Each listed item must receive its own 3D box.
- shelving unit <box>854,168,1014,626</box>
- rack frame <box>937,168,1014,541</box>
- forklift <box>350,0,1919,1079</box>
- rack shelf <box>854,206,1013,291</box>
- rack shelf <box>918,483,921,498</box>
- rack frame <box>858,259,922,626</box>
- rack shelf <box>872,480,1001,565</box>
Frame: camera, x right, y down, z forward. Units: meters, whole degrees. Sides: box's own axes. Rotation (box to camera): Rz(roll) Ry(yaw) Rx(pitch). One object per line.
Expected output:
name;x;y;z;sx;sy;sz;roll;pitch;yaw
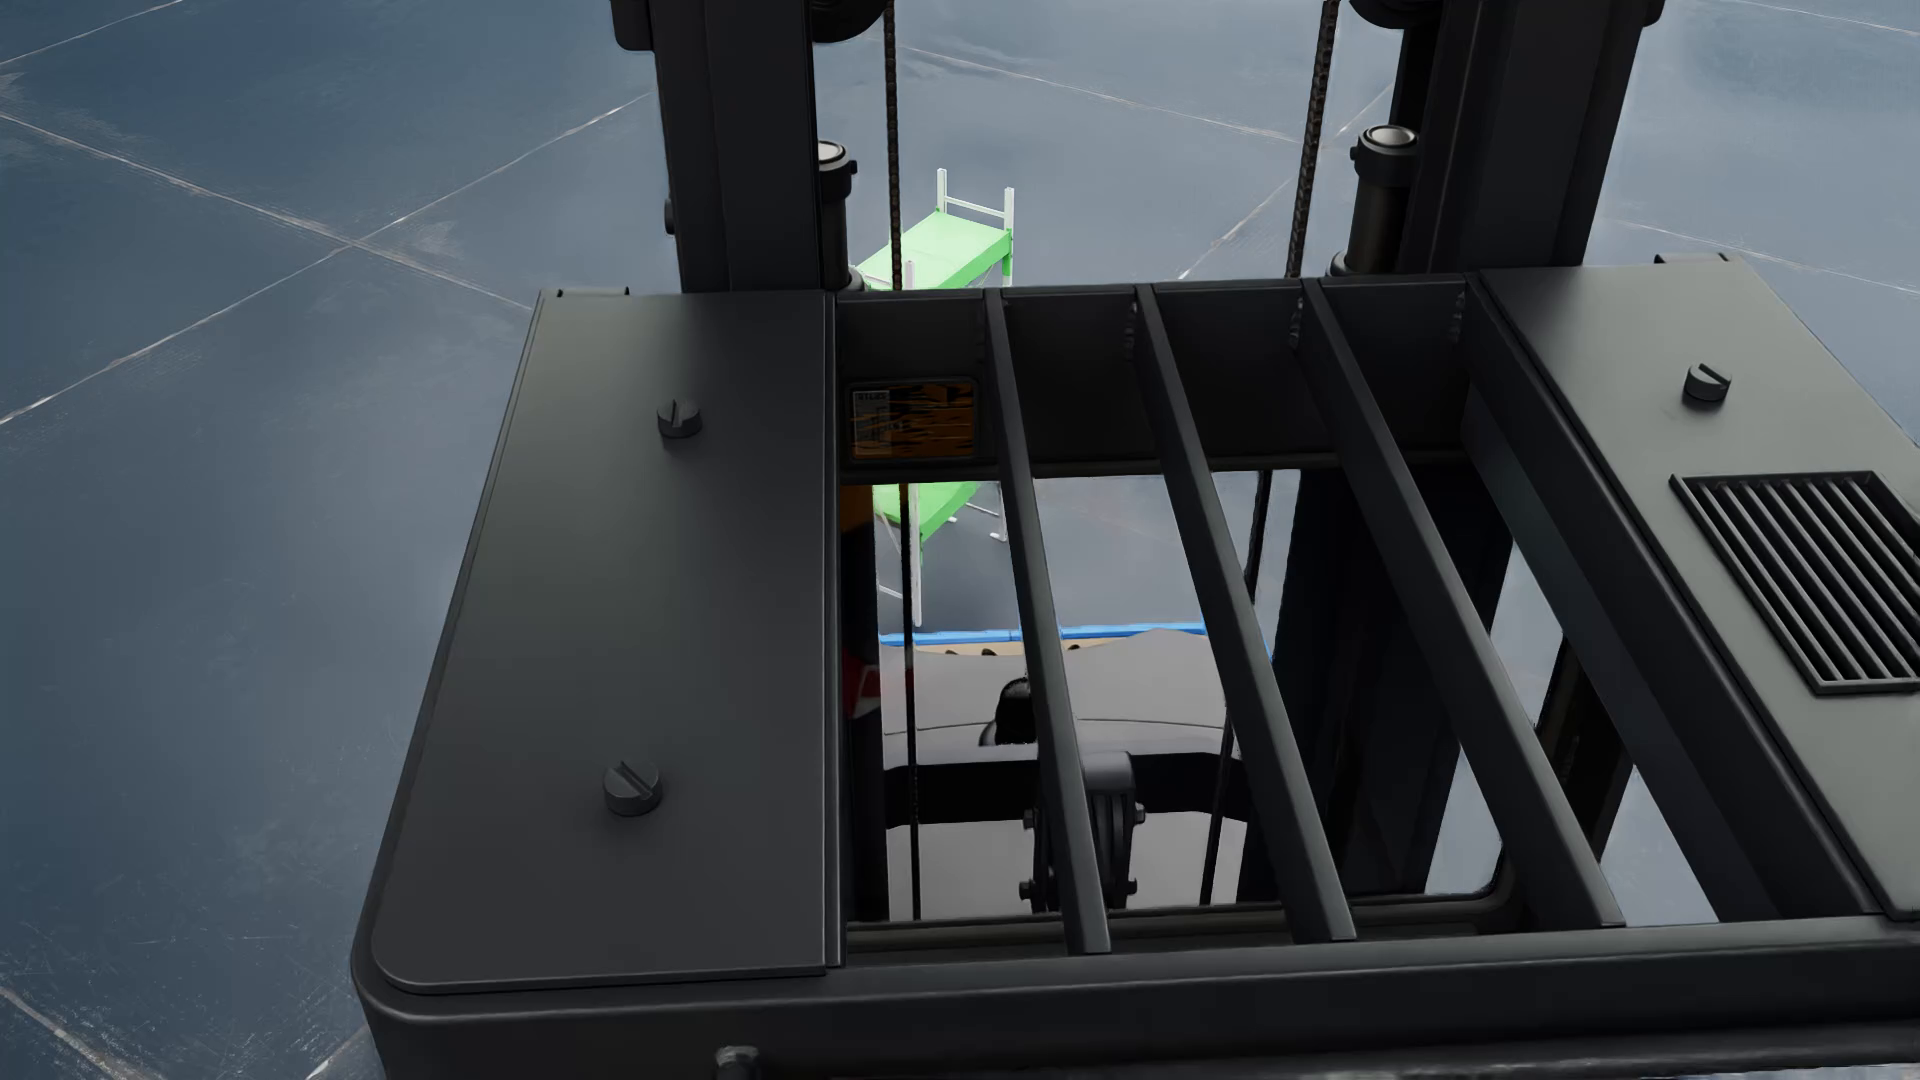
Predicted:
shelving unit;-0.089;-0.390;4.773;0.258;1.200;0.503;21;42;25
rack frame;0.042;-0.516;4.936;0.240;1.200;0.015;21;42;25
forklift;0.190;0.757;1.867;1.130;2.935;3.031;-2;38;-3
rack shelf;-0.089;-0.719;4.519;0.258;0.148;0.480;21;42;25
rack shelf;-0.089;-0.339;4.812;0.258;0.148;0.480;21;42;25
rack frame;-0.219;-0.264;4.610;0.240;1.200;0.015;21;42;25
rack shelf;-0.089;-0.149;4.959;0.258;0.148;0.480;21;42;25
